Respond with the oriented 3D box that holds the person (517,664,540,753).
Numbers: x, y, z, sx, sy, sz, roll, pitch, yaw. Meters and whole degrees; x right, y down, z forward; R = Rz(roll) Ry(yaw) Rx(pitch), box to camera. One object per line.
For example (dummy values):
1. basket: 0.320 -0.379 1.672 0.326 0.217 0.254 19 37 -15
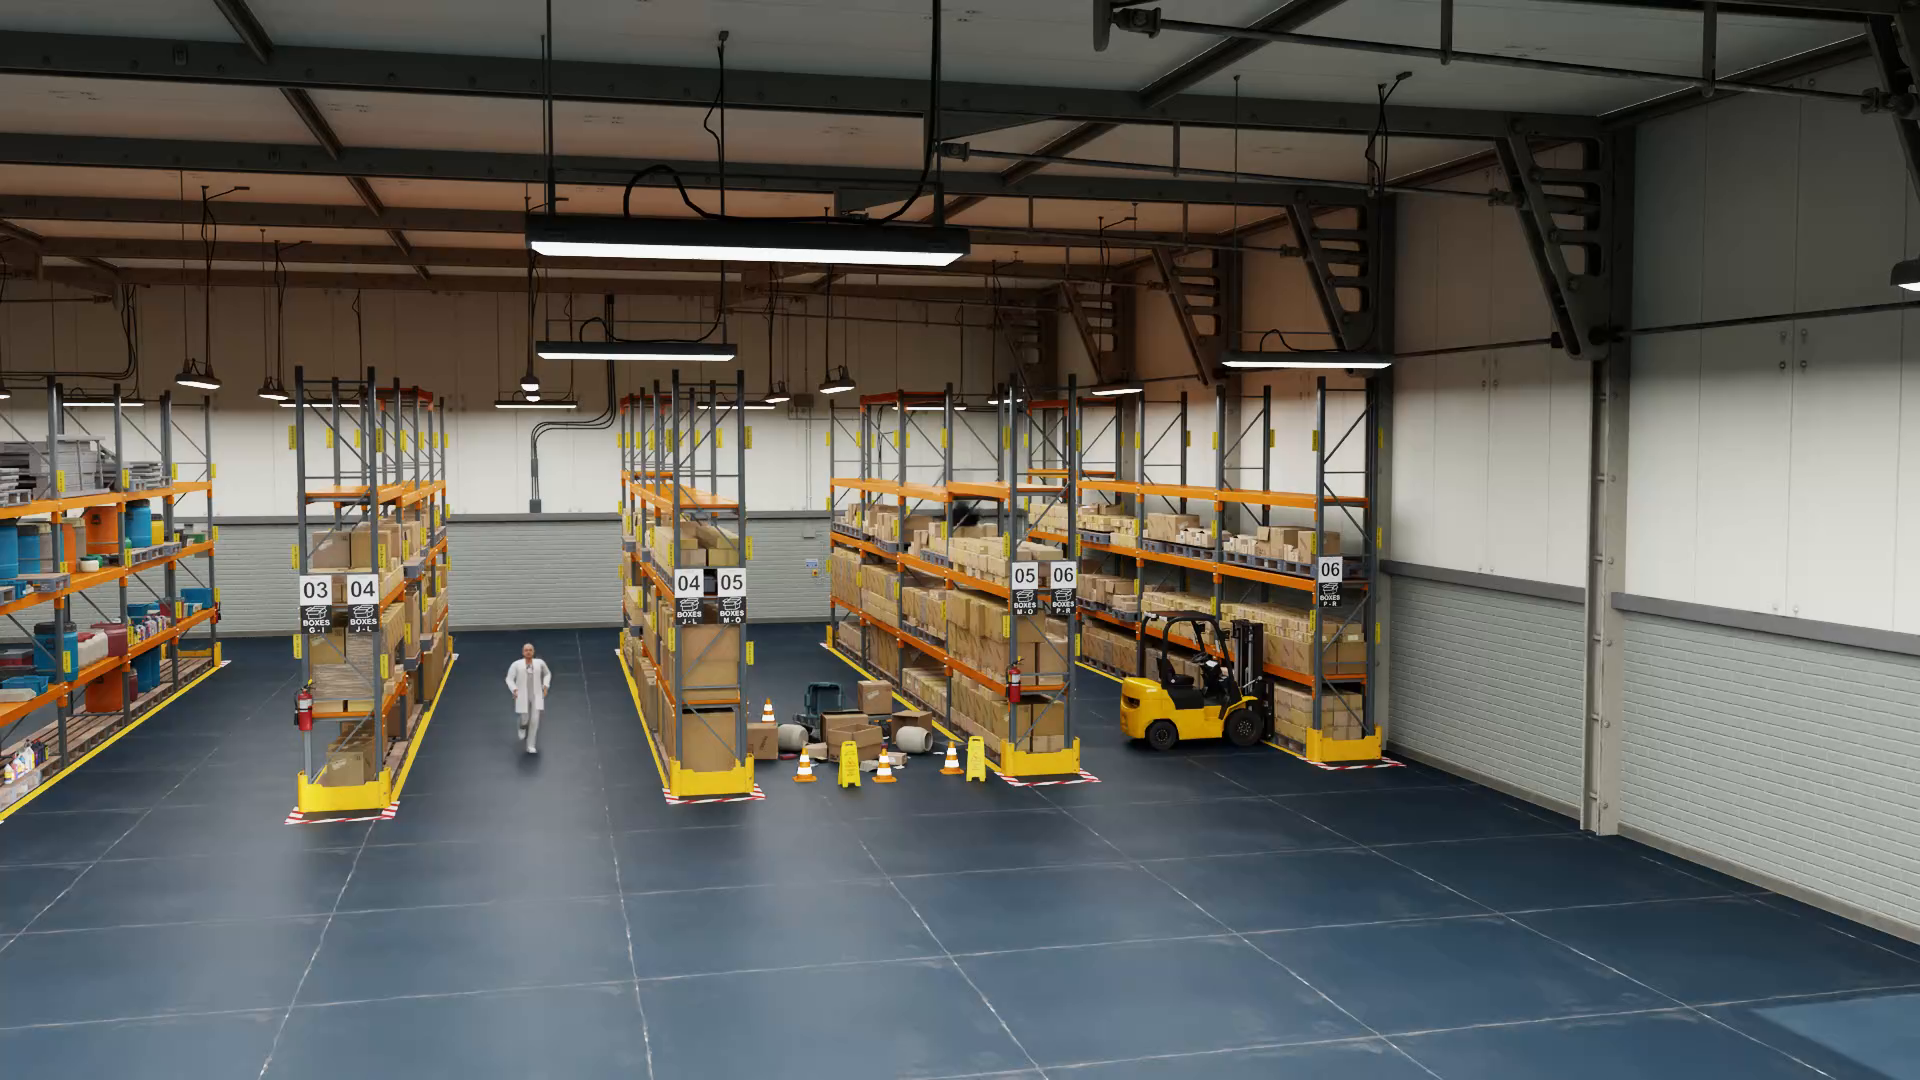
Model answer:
1. person: -6.945 2.673 26.854 0.633 1.476 0.826 -1 4 -21
